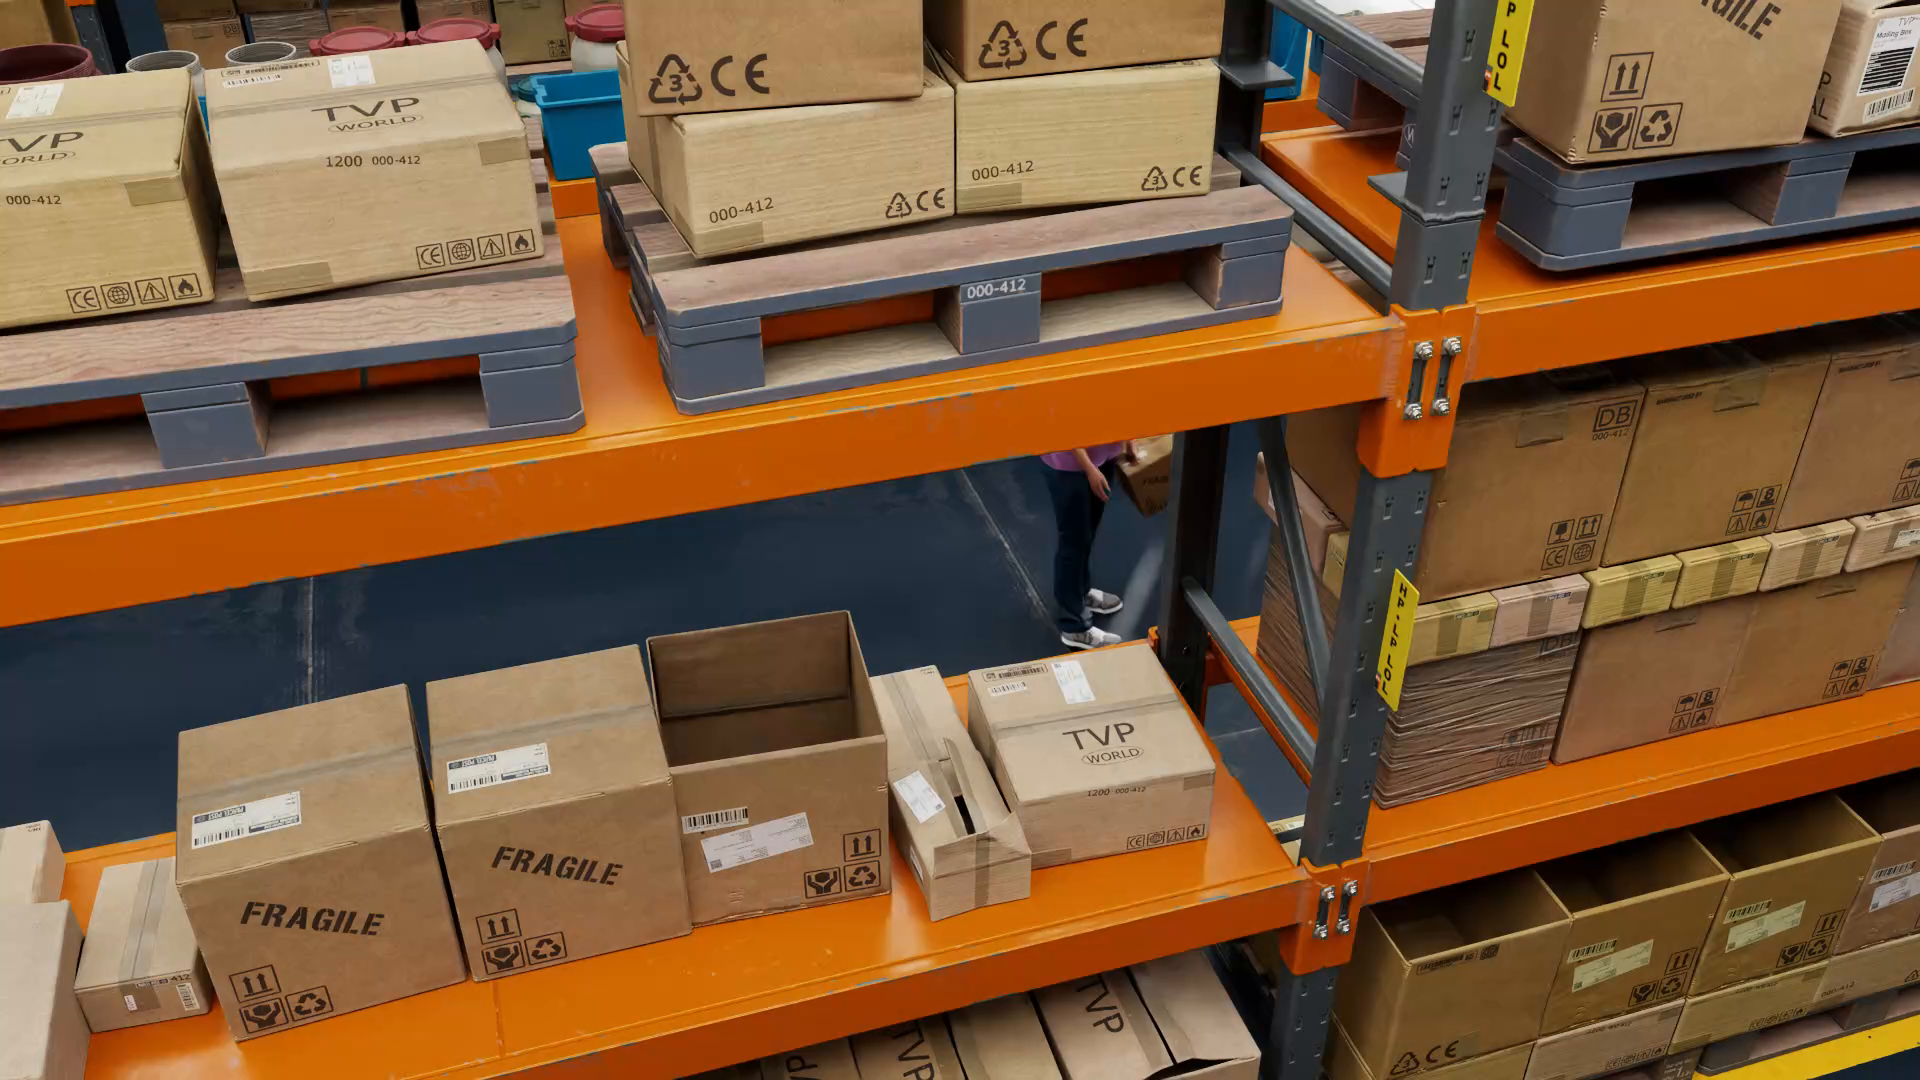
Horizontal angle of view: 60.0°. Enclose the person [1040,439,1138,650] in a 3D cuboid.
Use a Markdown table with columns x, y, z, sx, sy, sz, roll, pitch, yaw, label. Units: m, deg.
| x | y | z | sx | sy | sz | roll | pitch | yaw | label |
| --- | --- | --- | --- | --- | --- | --- | --- | --- | --- |
| 0.553 | -0.311 | 6.582 | 0.463 | 1.601 | 0.433 | 24 | 41 | 31 | person |
